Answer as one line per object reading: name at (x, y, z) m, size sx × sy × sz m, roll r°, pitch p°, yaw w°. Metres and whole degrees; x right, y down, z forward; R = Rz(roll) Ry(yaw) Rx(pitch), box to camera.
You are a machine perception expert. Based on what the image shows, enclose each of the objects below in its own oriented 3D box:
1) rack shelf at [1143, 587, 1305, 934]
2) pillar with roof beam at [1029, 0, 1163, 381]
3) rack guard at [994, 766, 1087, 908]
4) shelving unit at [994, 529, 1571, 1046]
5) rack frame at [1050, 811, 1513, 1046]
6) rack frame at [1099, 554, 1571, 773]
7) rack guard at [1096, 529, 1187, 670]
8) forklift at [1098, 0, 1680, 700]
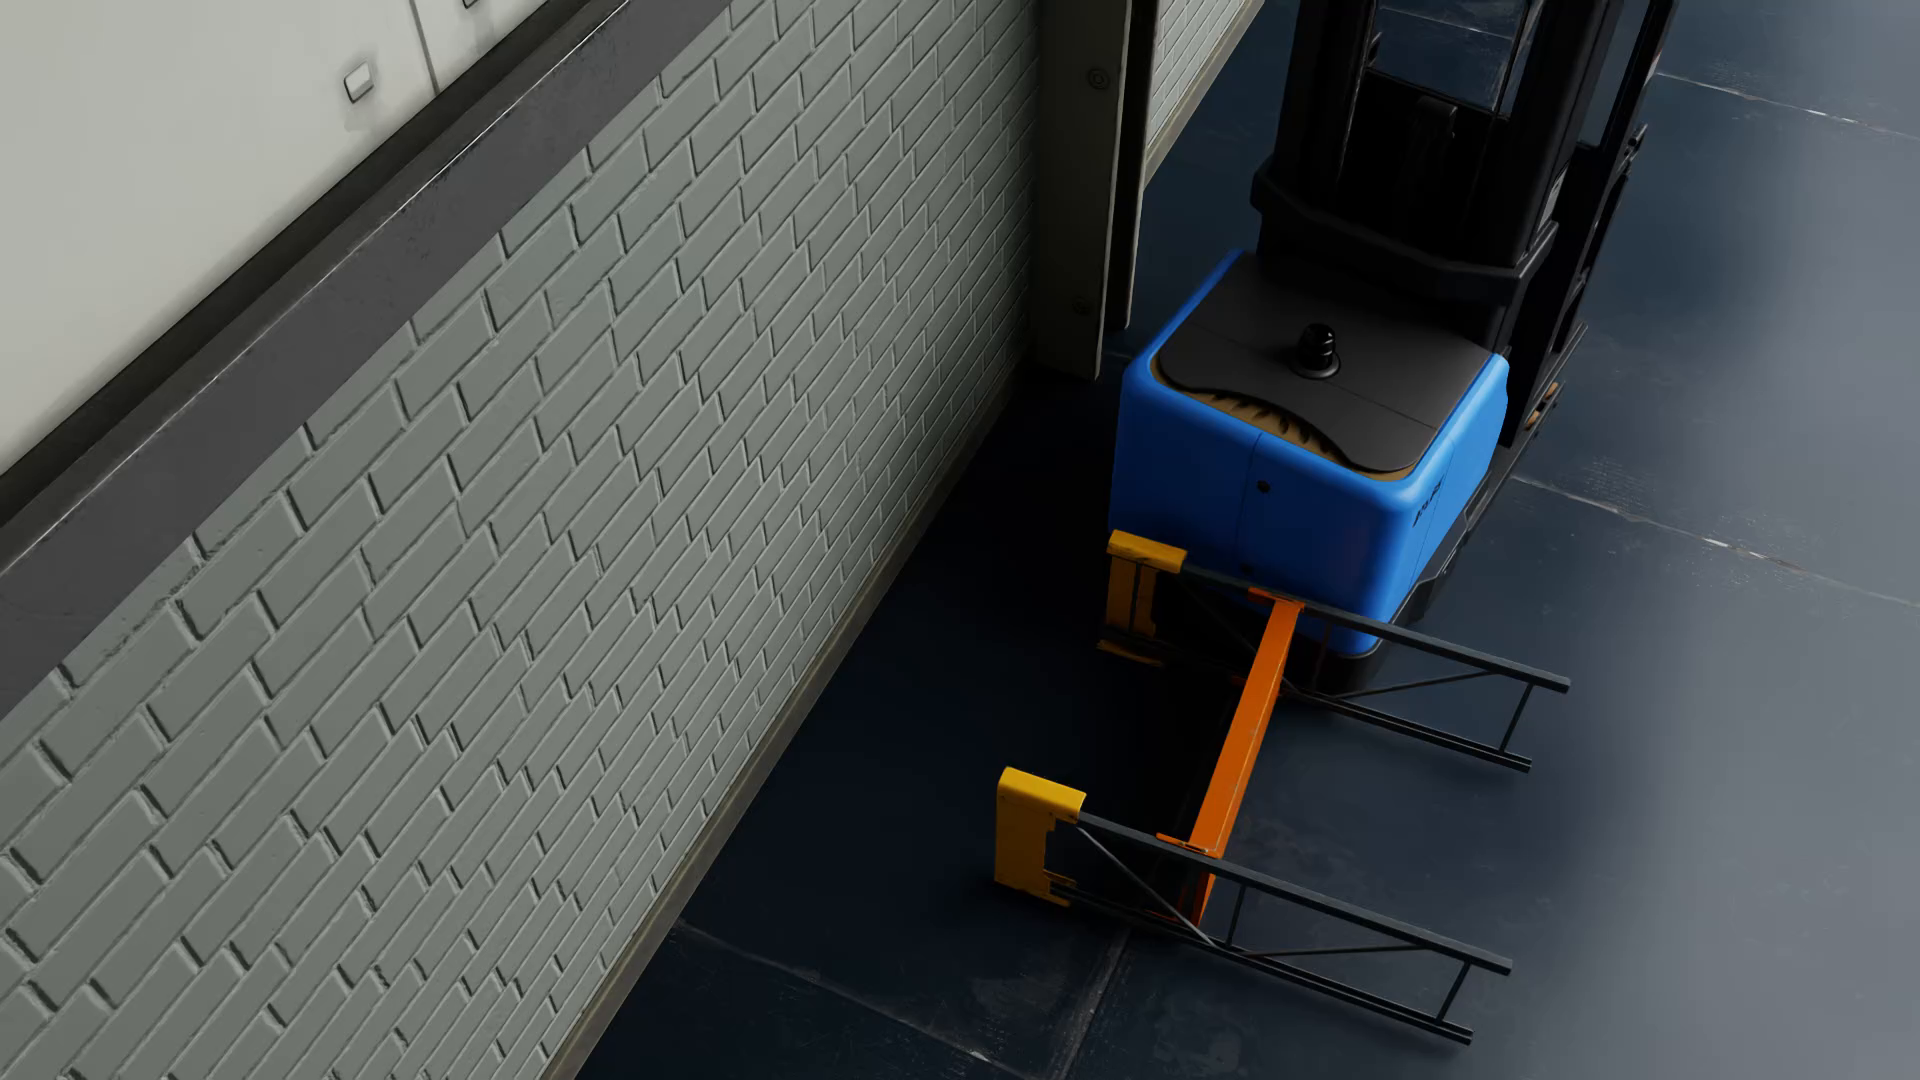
rack shelf at (0.836, 0.695, 5.256) m, size 0.185 × 0.538 × 1.000 m, roll 17°, pitch 52°, yaw 14°
pillar with roof beam at (4.388, -2.351, 2.342) m, size 9.100 × 9.000 × 0.400 m, roll 20°, pitch 52°, yaw 16°
rack guard at (0.240, 0.912, 5.071) m, size 0.250 × 0.587 × 0.087 m, roll 17°, pitch 52°, yaw 14°
shelving unit at (1.006, 0.740, 5.218) m, size 1.500 × 0.587 × 1.083 m, roll 17°, pitch 52°, yaw 14°
rack frame at (0.811, 1.105, 4.907) m, size 1.500 × 0.500 × 0.032 m, roll 17°, pitch 52°, yaw 14°
rack frame at (1.194, 0.388, 5.518) m, size 1.500 × 0.500 × 0.032 m, roll 17°, pitch 52°, yaw 14°
rack guard at (0.614, 0.210, 5.669) m, size 0.250 × 0.587 × 0.087 m, roll 17°, pitch 52°, yaw 14°
forklift at (1.750, -1.502, 5.603) m, size 1.130 × 2.935 × 3.031 m, roll 27°, pitch 55°, yaw 21°
